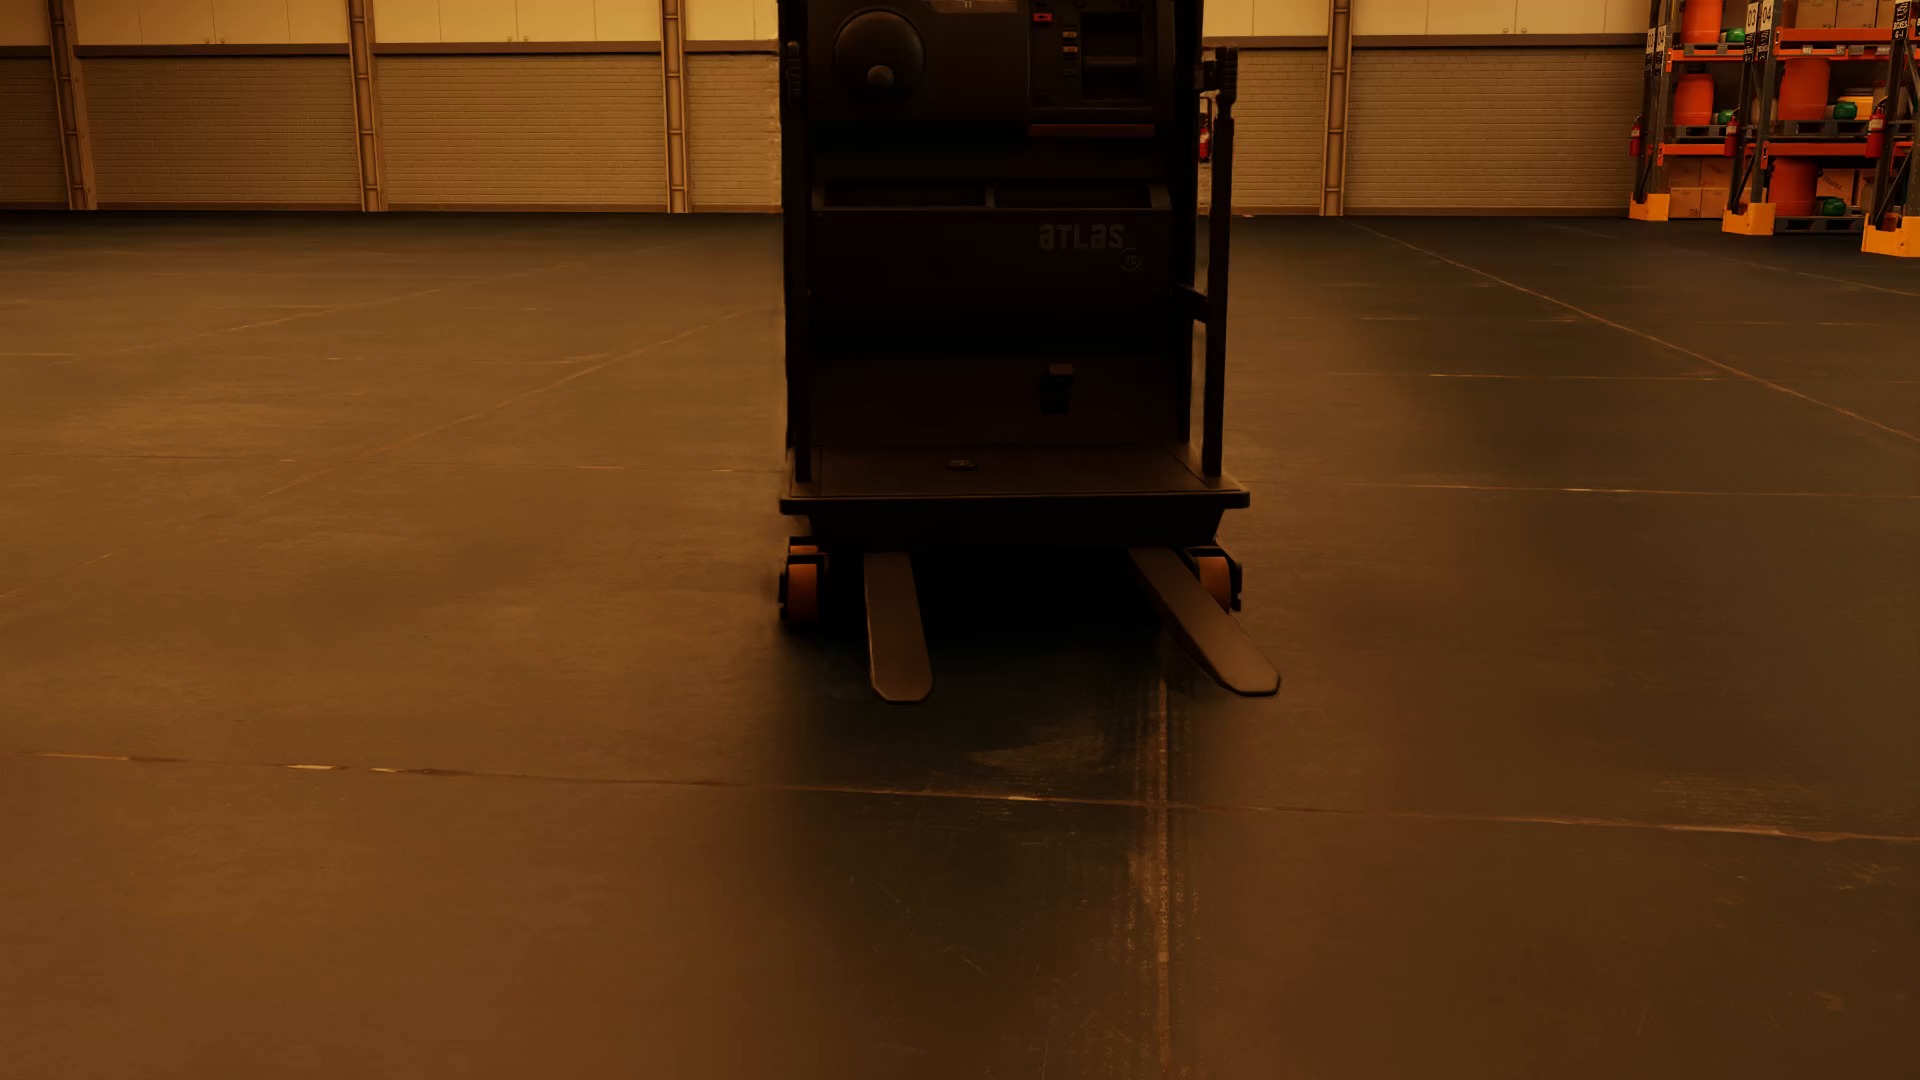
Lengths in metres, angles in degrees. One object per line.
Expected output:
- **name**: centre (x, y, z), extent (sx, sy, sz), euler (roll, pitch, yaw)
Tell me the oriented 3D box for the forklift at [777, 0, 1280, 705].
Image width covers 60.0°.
- **forklift**: centre (0.098, -1.287, 4.014), extent (1.130, 2.935, 3.031), euler (-1, 13, -4)
